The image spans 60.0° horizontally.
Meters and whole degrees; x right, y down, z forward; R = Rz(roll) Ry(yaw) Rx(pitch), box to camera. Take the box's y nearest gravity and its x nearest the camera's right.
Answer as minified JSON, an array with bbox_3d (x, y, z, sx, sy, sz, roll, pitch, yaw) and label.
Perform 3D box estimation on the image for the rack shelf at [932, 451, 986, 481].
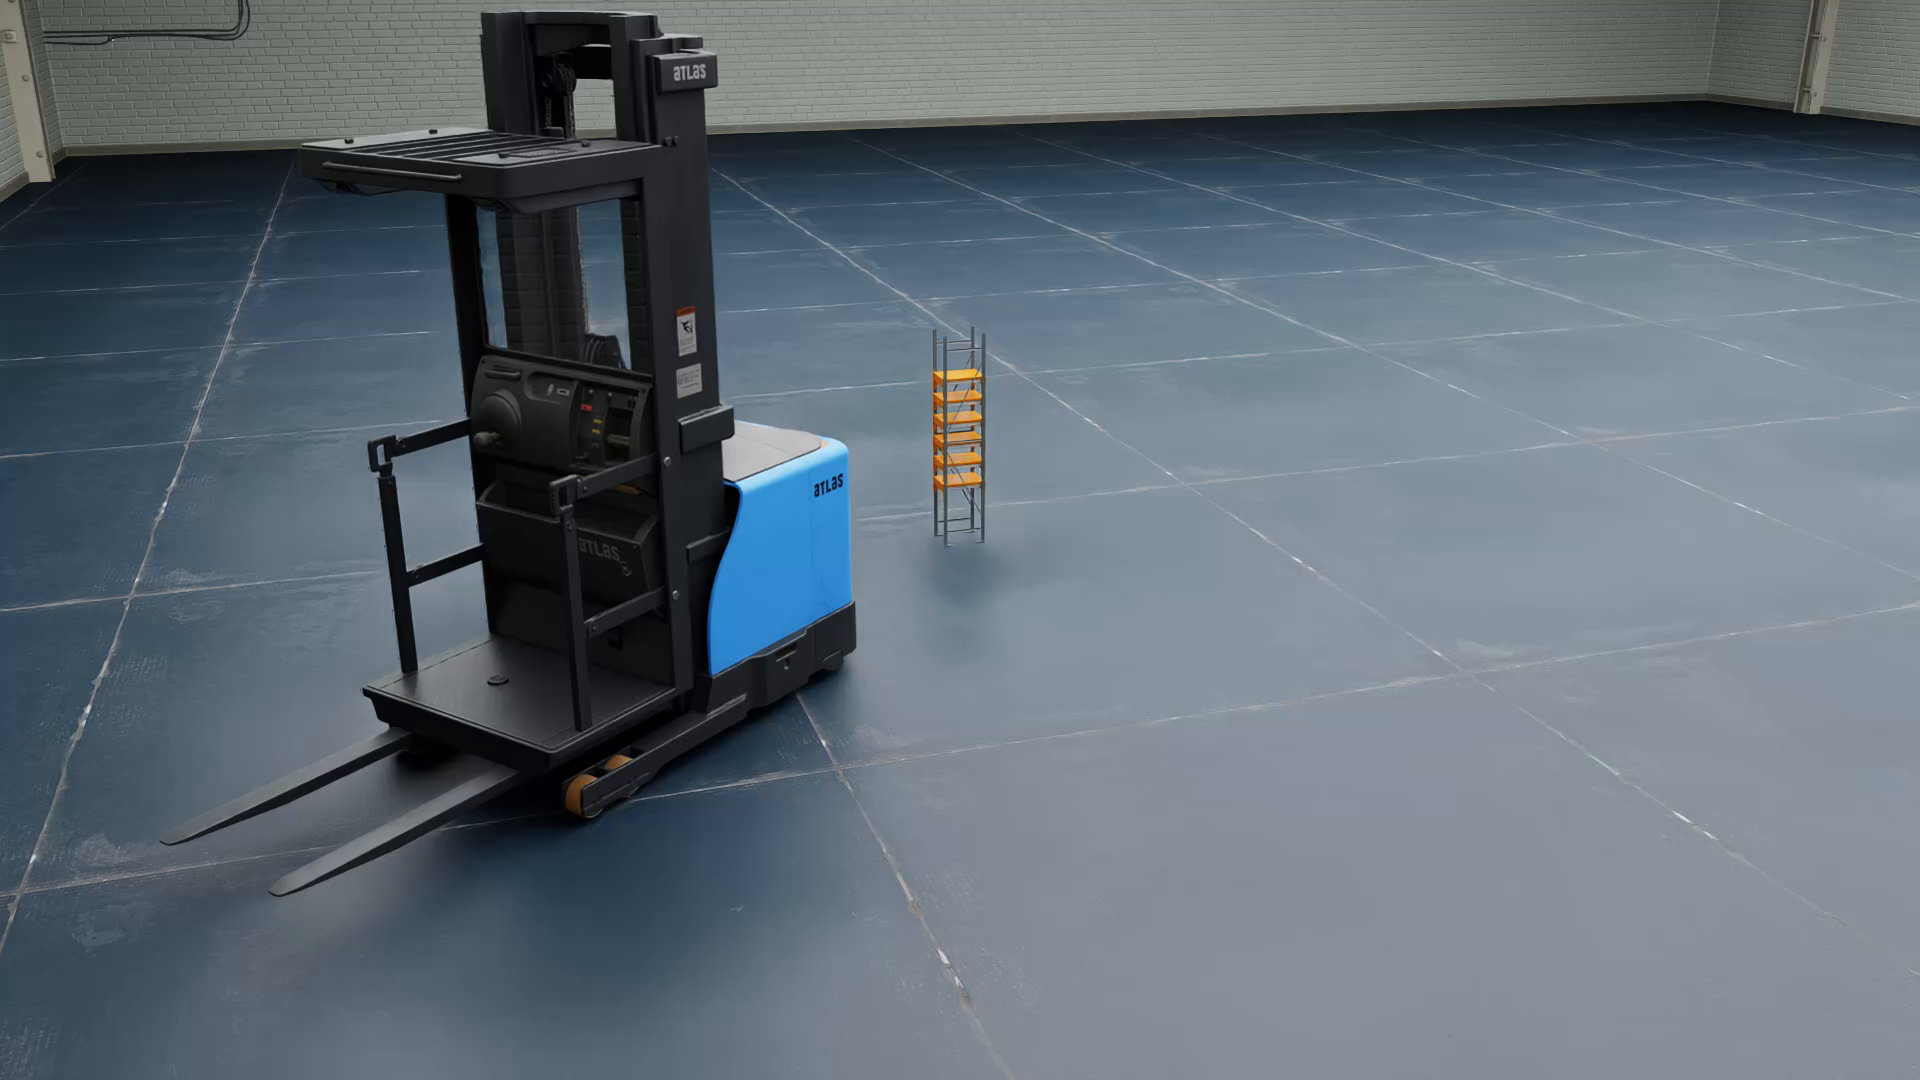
[{"bbox_3d":[-0.005,-0.415,9.282,0.258,0.103,0.180,-6,21,-17],"label":"rack shelf"}]

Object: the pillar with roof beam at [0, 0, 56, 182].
[{"bbox_3d":[-9.005,-9.823,23.452,9.100,9.000,0.400,-6,21,-17],"label":"pillar with roof beam"}]

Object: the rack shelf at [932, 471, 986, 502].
[{"bbox_3d":[-0.005,-0.302,9.323,0.258,0.103,0.180,-6,21,-17],"label":"rack shelf"}]

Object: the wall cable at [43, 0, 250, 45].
[{"bbox_3d":[-12.763,-8.990,25.726,3.097,2.526,0.112,-6,21,-17],"label":"wall cable"}]

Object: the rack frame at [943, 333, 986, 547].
[{"bbox_3d":[0.024,-0.540,9.145,0.240,1.200,0.006,-6,21,-17],"label":"rack frame"}]

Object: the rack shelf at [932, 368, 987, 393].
[{"bbox_3d":[-0.005,-0.866,9.120,0.258,0.103,0.180,-6,21,-17],"label":"rack shelf"}]

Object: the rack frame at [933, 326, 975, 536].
[{"bbox_3d":[-0.033,-0.599,9.308,0.240,1.200,0.006,-6,21,-17],"label":"rack frame"}]

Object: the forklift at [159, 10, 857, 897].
[{"bbox_3d":[-1.707,-0.486,6.433,1.130,2.935,3.031,12,23,31],"label":"forklift"}]

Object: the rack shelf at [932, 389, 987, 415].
[{"bbox_3d":[-0.005,-0.753,9.160,0.258,0.103,0.180,-6,21,-17],"label":"rack shelf"}]

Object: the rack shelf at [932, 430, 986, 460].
[{"bbox_3d":[-0.005,-0.528,9.242,0.258,0.103,0.180,-6,21,-17],"label":"rack shelf"}]

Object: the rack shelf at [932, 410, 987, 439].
[{"bbox_3d":[-0.005,-0.640,9.201,0.258,0.103,0.180,-6,21,-17],"label":"rack shelf"}]

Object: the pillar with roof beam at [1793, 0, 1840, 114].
[{"bbox_3d":[12.725,-12.255,30.223,9.100,9.000,0.400,-6,21,-17],"label":"pillar with roof beam"}]

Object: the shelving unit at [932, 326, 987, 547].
[{"bbox_3d":[-0.005,-0.569,9.227,0.258,1.200,0.189,-6,21,-17],"label":"shelving unit"}]
